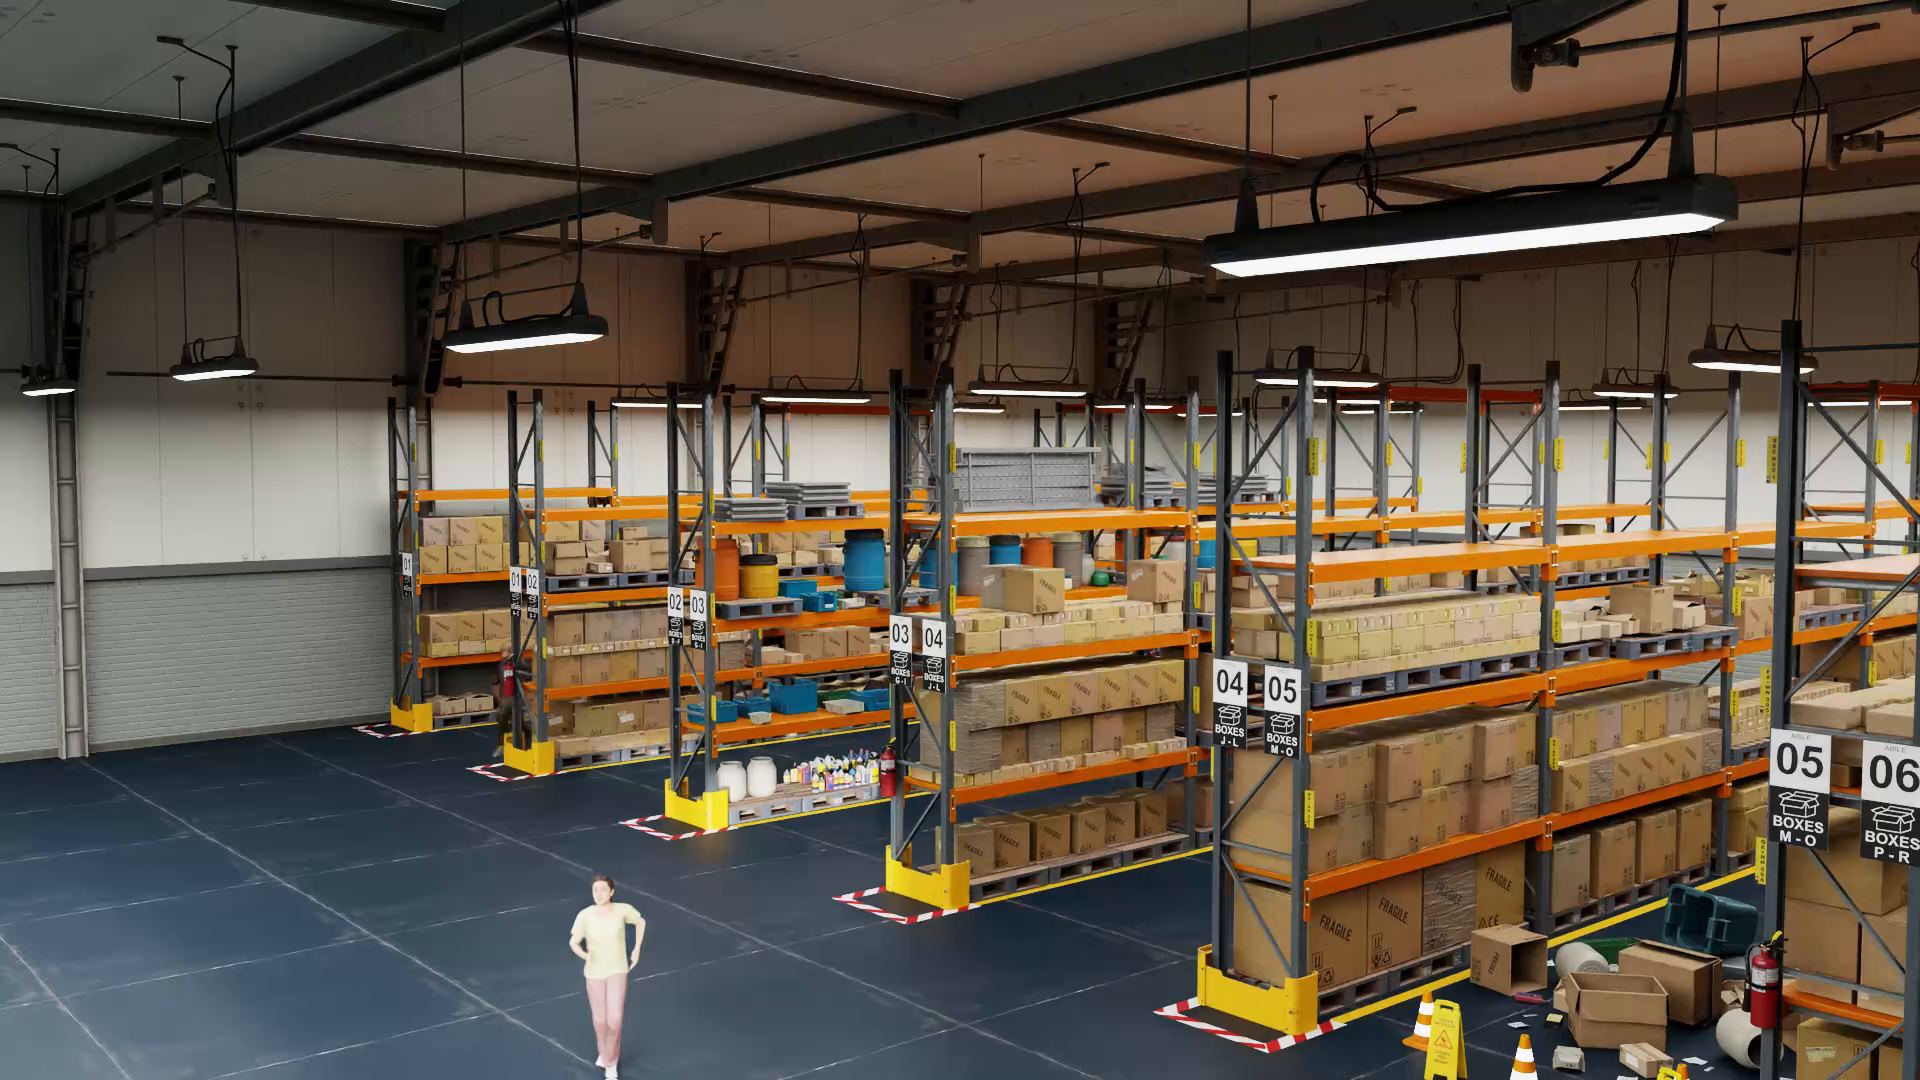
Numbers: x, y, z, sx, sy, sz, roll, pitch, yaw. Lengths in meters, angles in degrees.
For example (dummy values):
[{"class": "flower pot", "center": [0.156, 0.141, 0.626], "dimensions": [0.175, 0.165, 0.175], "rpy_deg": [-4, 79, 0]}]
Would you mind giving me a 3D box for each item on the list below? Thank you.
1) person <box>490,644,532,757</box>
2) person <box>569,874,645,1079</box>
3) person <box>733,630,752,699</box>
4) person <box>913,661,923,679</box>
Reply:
[{"class": "person", "center": [-7.477, 2.645, 27.772], "dimensions": [0.878, 1.836, 0.781], "rpy_deg": [-3, 5, -44]}, {"class": "person", "center": [-2.878, 3.553, 13.530], "dimensions": [0.580, 1.684, 0.673], "rpy_deg": [0, 3, -3]}, {"class": "person", "center": [-4.145, 2.243, 31.751], "dimensions": [0.776, 1.737, 0.575], "rpy_deg": [-3, 5, -43]}, {"class": "person", "center": [-1.101, 2.004, 34.075], "dimensions": [0.662, 1.823, 0.947], "rpy_deg": [3, 4, 39]}]
